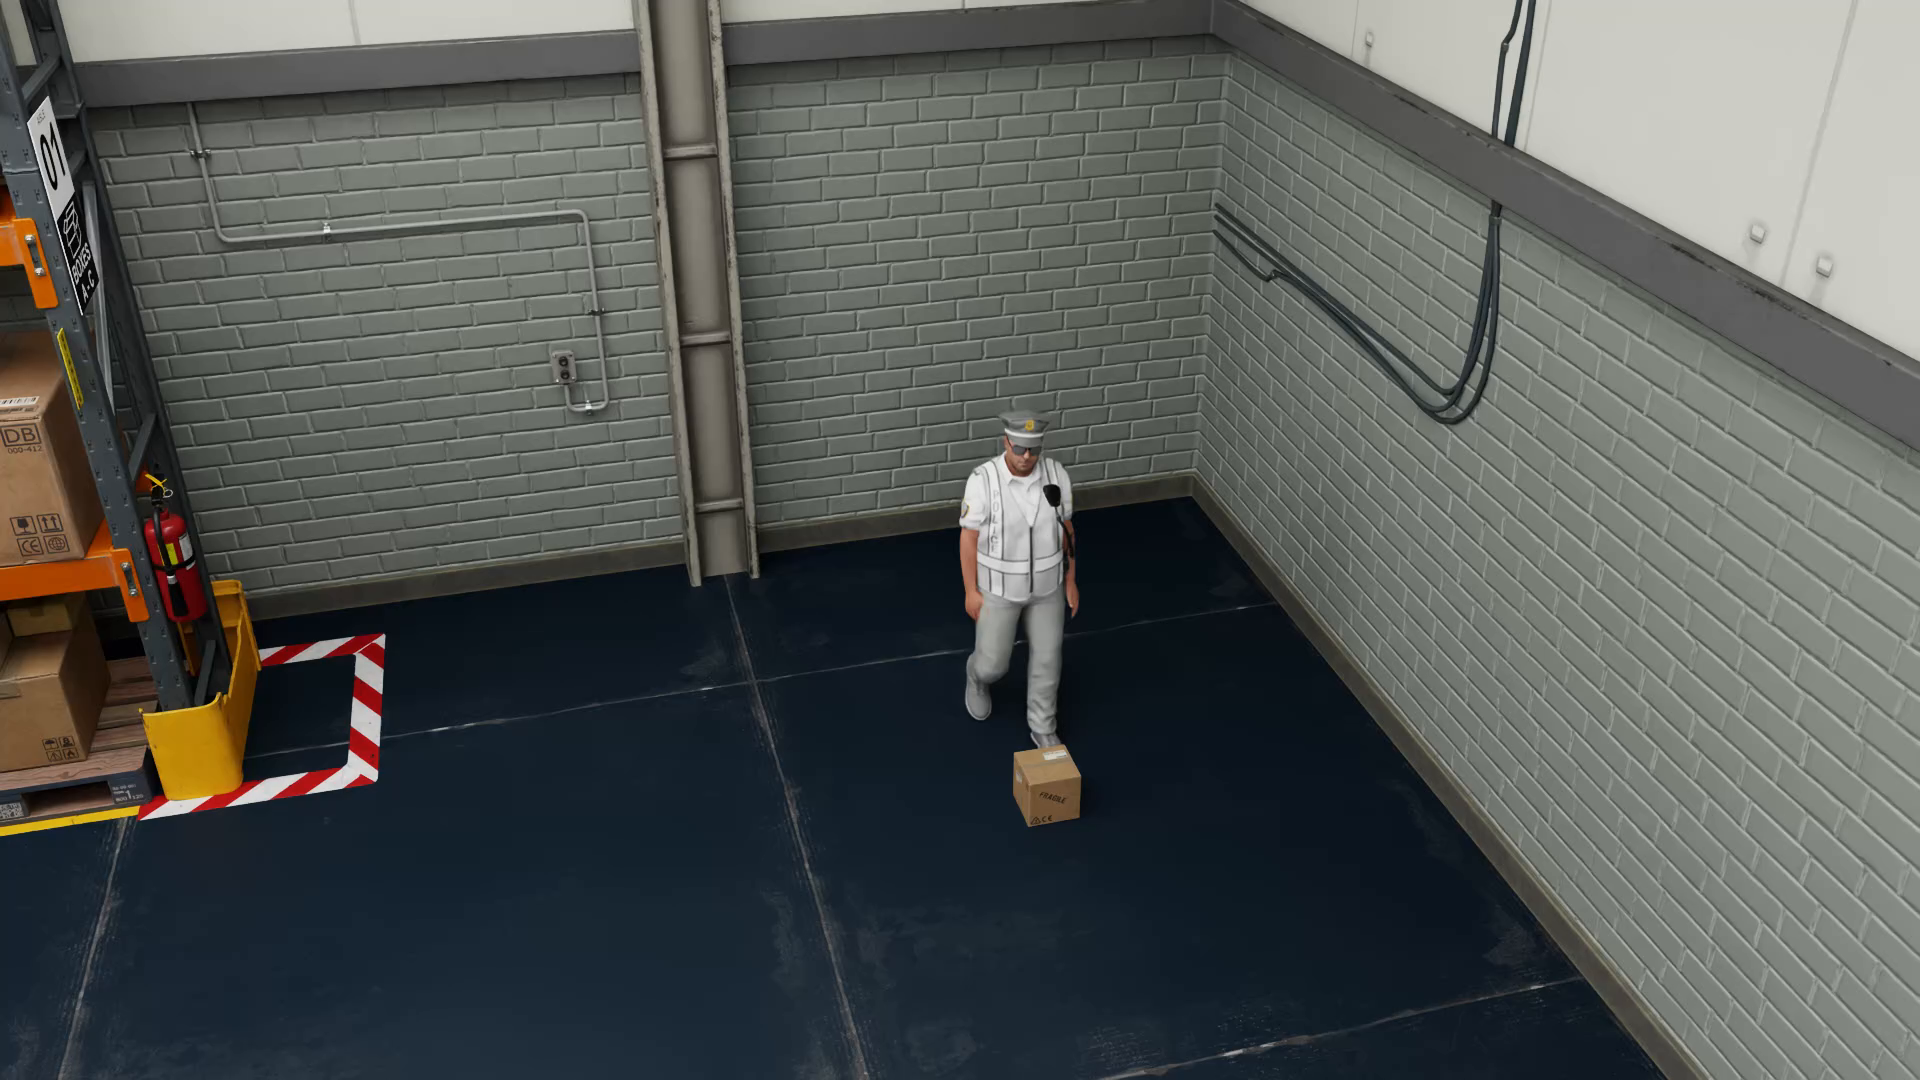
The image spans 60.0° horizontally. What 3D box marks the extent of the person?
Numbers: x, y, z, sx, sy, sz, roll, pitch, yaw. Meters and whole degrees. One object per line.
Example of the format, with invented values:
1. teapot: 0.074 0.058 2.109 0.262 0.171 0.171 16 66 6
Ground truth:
1. person: 0.286 0.208 7.848 0.559 1.752 0.718 -8 31 -14
